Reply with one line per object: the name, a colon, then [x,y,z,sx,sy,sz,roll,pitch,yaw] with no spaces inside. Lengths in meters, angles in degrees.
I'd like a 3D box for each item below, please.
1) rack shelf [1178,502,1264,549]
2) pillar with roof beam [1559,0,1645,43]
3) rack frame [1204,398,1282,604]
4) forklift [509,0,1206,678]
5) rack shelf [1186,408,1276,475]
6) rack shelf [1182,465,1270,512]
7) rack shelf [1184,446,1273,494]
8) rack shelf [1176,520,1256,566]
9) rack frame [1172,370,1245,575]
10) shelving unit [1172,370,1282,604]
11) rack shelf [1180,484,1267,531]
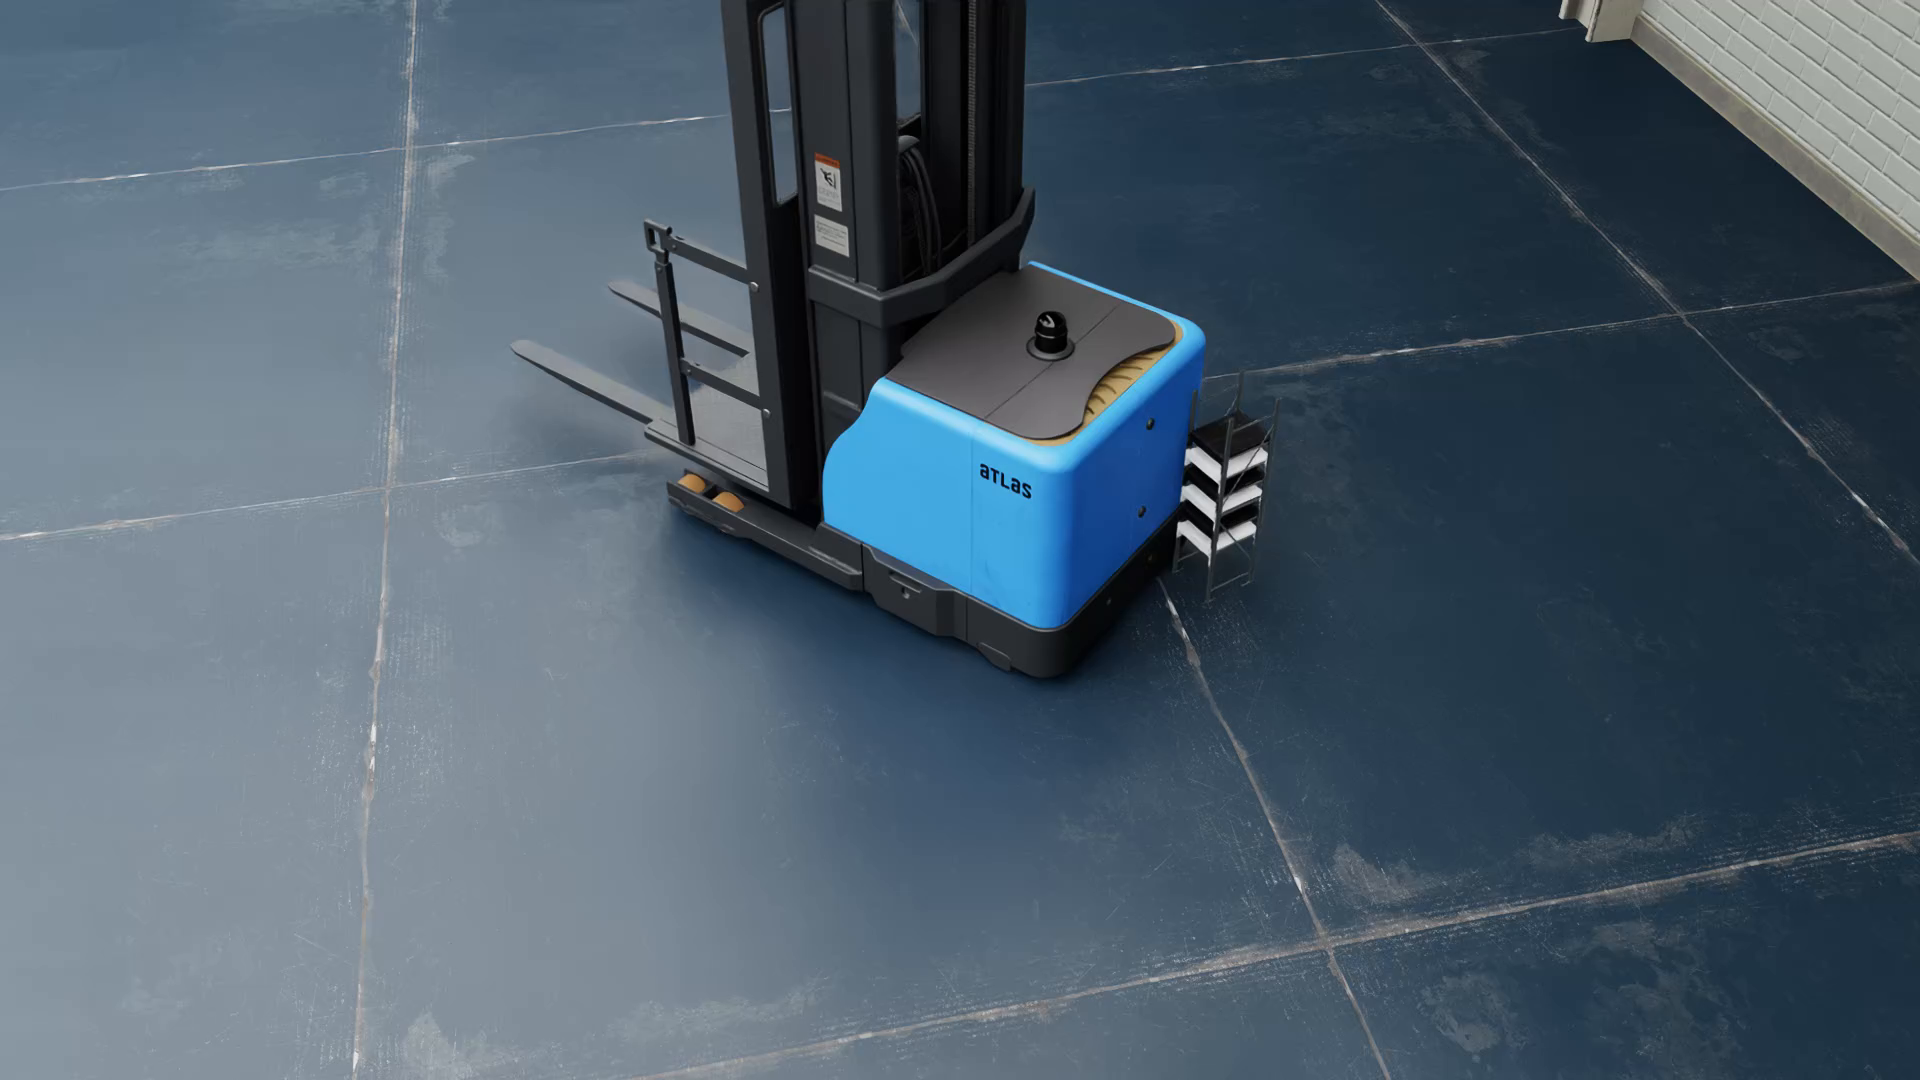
rack shelf: [0.997,-0.095,6.365,0.258,0.077,0.200,-23,47,-24]
pillar with roof beam: [-0.243,-5.944,6.668,9.100,9.000,0.400,-8,42,-9]
rack frame: [1.052,-0.130,6.219,0.240,0.900,0.006,-23,47,-24]
forklift: [-0.584,-1.382,6.099,3.031,2.935,1.130,26,48,26]
rack shelf: [0.997,-0.364,6.126,0.258,0.077,0.200,-23,47,-24]
rack shelf: [0.997,-0.229,6.245,0.258,0.077,0.200,-23,47,-24]
rack shelf: [0.997,-0.297,6.186,0.258,0.077,0.200,-23,47,-24]
rack shelf: [0.997,-0.028,6.425,0.258,0.077,0.200,-23,47,-24]
rack frame: [0.942,-0.244,6.347,0.240,0.900,0.006,-23,47,-24]
shelving unit: [0.997,-0.187,6.283,0.258,0.900,0.210,-23,47,-24]
rack shelf: [0.997,-0.162,6.305,0.258,0.077,0.200,-23,47,-24]
